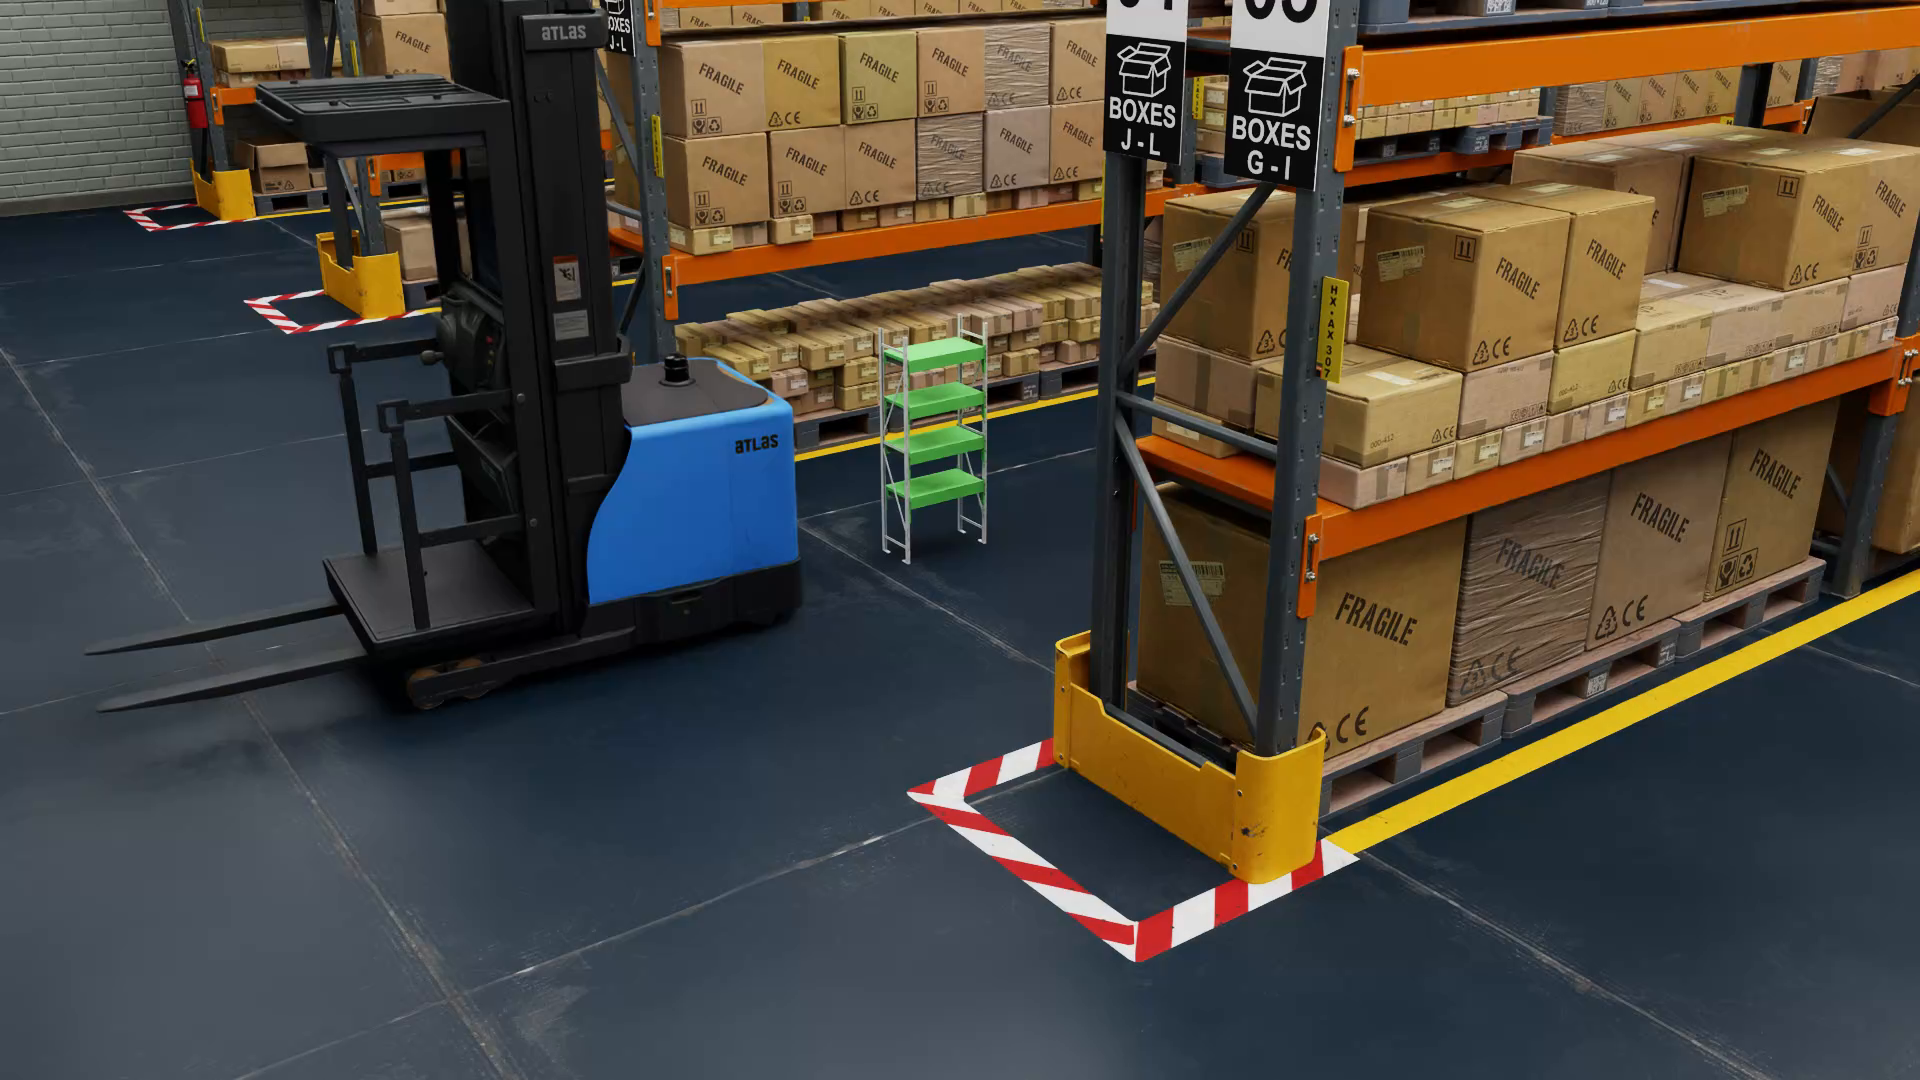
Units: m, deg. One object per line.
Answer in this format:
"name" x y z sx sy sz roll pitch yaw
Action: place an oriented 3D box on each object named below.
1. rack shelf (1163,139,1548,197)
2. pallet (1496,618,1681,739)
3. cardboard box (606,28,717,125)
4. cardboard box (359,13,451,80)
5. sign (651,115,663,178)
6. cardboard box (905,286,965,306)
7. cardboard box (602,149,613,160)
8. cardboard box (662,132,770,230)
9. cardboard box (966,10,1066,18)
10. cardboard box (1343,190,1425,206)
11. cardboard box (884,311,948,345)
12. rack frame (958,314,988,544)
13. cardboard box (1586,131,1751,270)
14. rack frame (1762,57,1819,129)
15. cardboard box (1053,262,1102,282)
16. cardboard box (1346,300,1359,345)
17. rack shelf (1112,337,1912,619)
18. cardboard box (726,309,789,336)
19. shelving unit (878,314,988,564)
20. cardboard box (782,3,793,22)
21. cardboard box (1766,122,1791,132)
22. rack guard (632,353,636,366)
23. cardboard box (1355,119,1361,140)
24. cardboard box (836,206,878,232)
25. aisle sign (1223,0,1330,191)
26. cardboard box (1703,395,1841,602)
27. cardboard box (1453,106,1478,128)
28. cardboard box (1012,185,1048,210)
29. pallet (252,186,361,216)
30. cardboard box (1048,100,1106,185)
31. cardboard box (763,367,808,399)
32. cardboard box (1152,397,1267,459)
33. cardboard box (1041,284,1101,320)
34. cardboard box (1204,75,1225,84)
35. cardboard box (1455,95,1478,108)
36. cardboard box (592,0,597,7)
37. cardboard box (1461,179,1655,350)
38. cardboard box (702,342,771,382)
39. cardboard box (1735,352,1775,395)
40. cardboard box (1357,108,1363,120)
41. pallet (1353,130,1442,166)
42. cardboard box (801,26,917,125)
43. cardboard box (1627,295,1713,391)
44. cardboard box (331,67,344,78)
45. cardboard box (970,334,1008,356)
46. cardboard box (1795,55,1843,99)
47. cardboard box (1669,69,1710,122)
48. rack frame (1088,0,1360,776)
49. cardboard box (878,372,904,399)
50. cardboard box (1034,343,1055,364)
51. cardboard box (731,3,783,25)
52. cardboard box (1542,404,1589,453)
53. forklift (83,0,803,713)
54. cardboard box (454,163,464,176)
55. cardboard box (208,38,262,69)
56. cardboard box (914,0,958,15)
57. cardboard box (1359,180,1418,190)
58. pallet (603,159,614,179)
"rack shelf" 2.905 -2.867 13.004 4.000 0.370 1.077 -15 26 -33
"pallet" 2.442 0.448 7.490 1.213 0.211 1.003 -15 26 -33
"cardboard box" -1.739 -2.725 9.793 0.500 0.500 0.500 -16 27 -34
"cardboard box" -4.383 -3.899 13.135 0.500 0.500 0.500 -16 27 -34
"sign" -1.649 -2.141 9.047 0.005 0.325 0.100 -15 26 -33
"cardboard box" -0.180 -1.614 11.372 0.250 0.149 0.380 -16 27 -35
"cardboard box" -4.069 -4.799 19.682 0.500 0.500 0.500 -14 25 -31
"cardboard box" -1.440 -2.101 9.578 0.500 0.500 0.500 -14 25 -30
"cardboard box" 0.361 -3.276 11.173 0.500 0.500 0.500 -16 27 -34
"cardboard box" 3.301 -2.572 13.088 0.500 0.250 0.500 -14 26 -32
"cardboard box" -0.285 -1.352 10.714 0.250 0.149 0.380 -14 26 -32
"rack frame" 0.064 -0.574 8.717 0.015 1.200 0.240 -15 26 -33
"cardboard box" 3.154 -1.540 7.497 0.500 0.500 0.500 -15 26 -33
"rack frame" 7.775 -4.500 16.126 0.127 3.000 1.000 -15 26 -33
"cardboard box" 0.881 -1.903 12.096 0.250 0.149 0.380 -14 26 -31
"cardboard box" 1.500 -0.751 6.532 0.500 0.250 0.500 -15 26 -34
"rack shelf" 2.473 -0.487 7.040 4.000 0.370 1.077 -15 26 -33
"cardboard box" -1.310 -1.372 10.764 0.250 0.149 0.380 -16 27 -34
"shelving unit" -0.134 -0.521 8.584 0.503 1.200 0.258 -15 26 -33
"cardboard box" -1.476 -4.919 15.691 0.500 0.500 0.500 -14 26 -31
"cardboard box" 8.327 -3.823 16.730 0.875 0.875 0.875 -14 26 -32
"rack guard" -1.904 -0.758 10.121 0.348 0.500 1.175 -15 26 -33
"cardboard box" 2.707 -3.017 12.183 0.250 0.149 0.380 -16 27 -35
"cardboard box" -0.714 -2.016 10.239 0.250 0.149 0.380 -15 26 -33
"aisle sign" 0.966 -1.490 5.075 0.004 0.787 0.394 -15 26 -33
"cardboard box" 3.514 -0.344 8.010 0.875 0.875 0.875 -15 26 -33
"cardboard box" 3.781 -3.305 12.905 0.250 0.149 0.380 -15 26 -34
"cardboard box" 0.362 -2.275 10.888 0.250 0.149 0.380 -16 27 -35
"pallet" -7.132 -3.756 18.025 1.213 0.211 1.003 -15 26 -33
"cardboard box" 0.632 -2.651 10.956 0.500 0.500 0.500 -16 27 -34
"cardboard box" -1.135 -0.990 10.208 0.250 0.149 0.380 -15 26 -33
"cardboard box" 0.946 -0.448 6.310 0.250 0.149 0.380 -14 26 -32
"cardboard box" 0.762 -1.637 11.428 0.250 0.149 0.380 -15 26 -33
"cardboard box" 1.711 -3.327 12.156 0.250 0.149 0.380 -16 27 -34
"cardboard box" 3.762 -3.437 12.832 0.250 0.149 0.380 -15 26 -33
"cardboard box" -3.205 -4.498 13.763 0.250 0.149 0.380 -16 27 -34
"cardboard box" 2.219 -1.050 6.269 0.500 0.500 0.500 -16 27 -34
"cardboard box" -1.342 -1.061 9.985 0.250 0.149 0.380 -16 27 -35
"cardboard box" 3.205 -0.750 7.067 0.250 0.149 0.380 -14 26 -32
"cardboard box" 2.717 -3.160 12.138 0.250 0.149 0.380 -14 26 -31
"pallet" 2.945 -3.104 12.887 1.213 0.211 1.003 -15 26 -33
"cardboard box" -0.605 -2.786 9.945 0.500 0.500 0.500 -16 27 -34
"cardboard box" 2.645 -0.816 6.695 0.500 0.250 0.500 -16 27 -34
"cardboard box" -6.588 -4.966 17.633 0.250 0.149 0.380 -14 26 -32
"cardboard box" 0.106 -1.350 11.111 0.250 0.149 0.380 -16 27 -35
"cardboard box" 8.068 -4.653 16.307 0.550 0.550 0.875 -15 26 -33
"cardboard box" 6.277 -4.023 14.797 0.500 0.500 0.500 -15 26 -33
"rack frame" 0.849 -0.388 5.822 0.127 3.000 1.000 -15 26 -33
"cardboard box" -0.568 -1.034 10.720 0.250 0.149 0.380 -15 26 -33
"cardboard box" 0.441 -1.324 11.446 0.250 0.149 0.380 -16 27 -34
"cardboard box" -1.913 -4.561 14.795 0.500 0.500 0.500 -15 26 -33
"cardboard box" 2.163 -0.472 6.371 0.250 0.149 0.380 -16 27 -34
"forklift" -2.282 -0.864 7.108 3.031 2.935 1.130 -12 25 -28
"cardboard box" -5.729 -4.398 18.677 0.500 0.500 0.700 -16 27 -35
"cardboard box" -7.622 -5.110 17.456 0.500 0.250 0.500 -14 26 -31
"cardboard box" -0.361 -4.981 15.848 0.500 0.500 0.500 -16 27 -34
"cardboard box" 3.416 -2.830 13.736 0.500 0.250 0.500 -15 26 -33
"pallet" -3.955 -4.620 20.190 1.213 0.211 1.003 -15 26 -33
